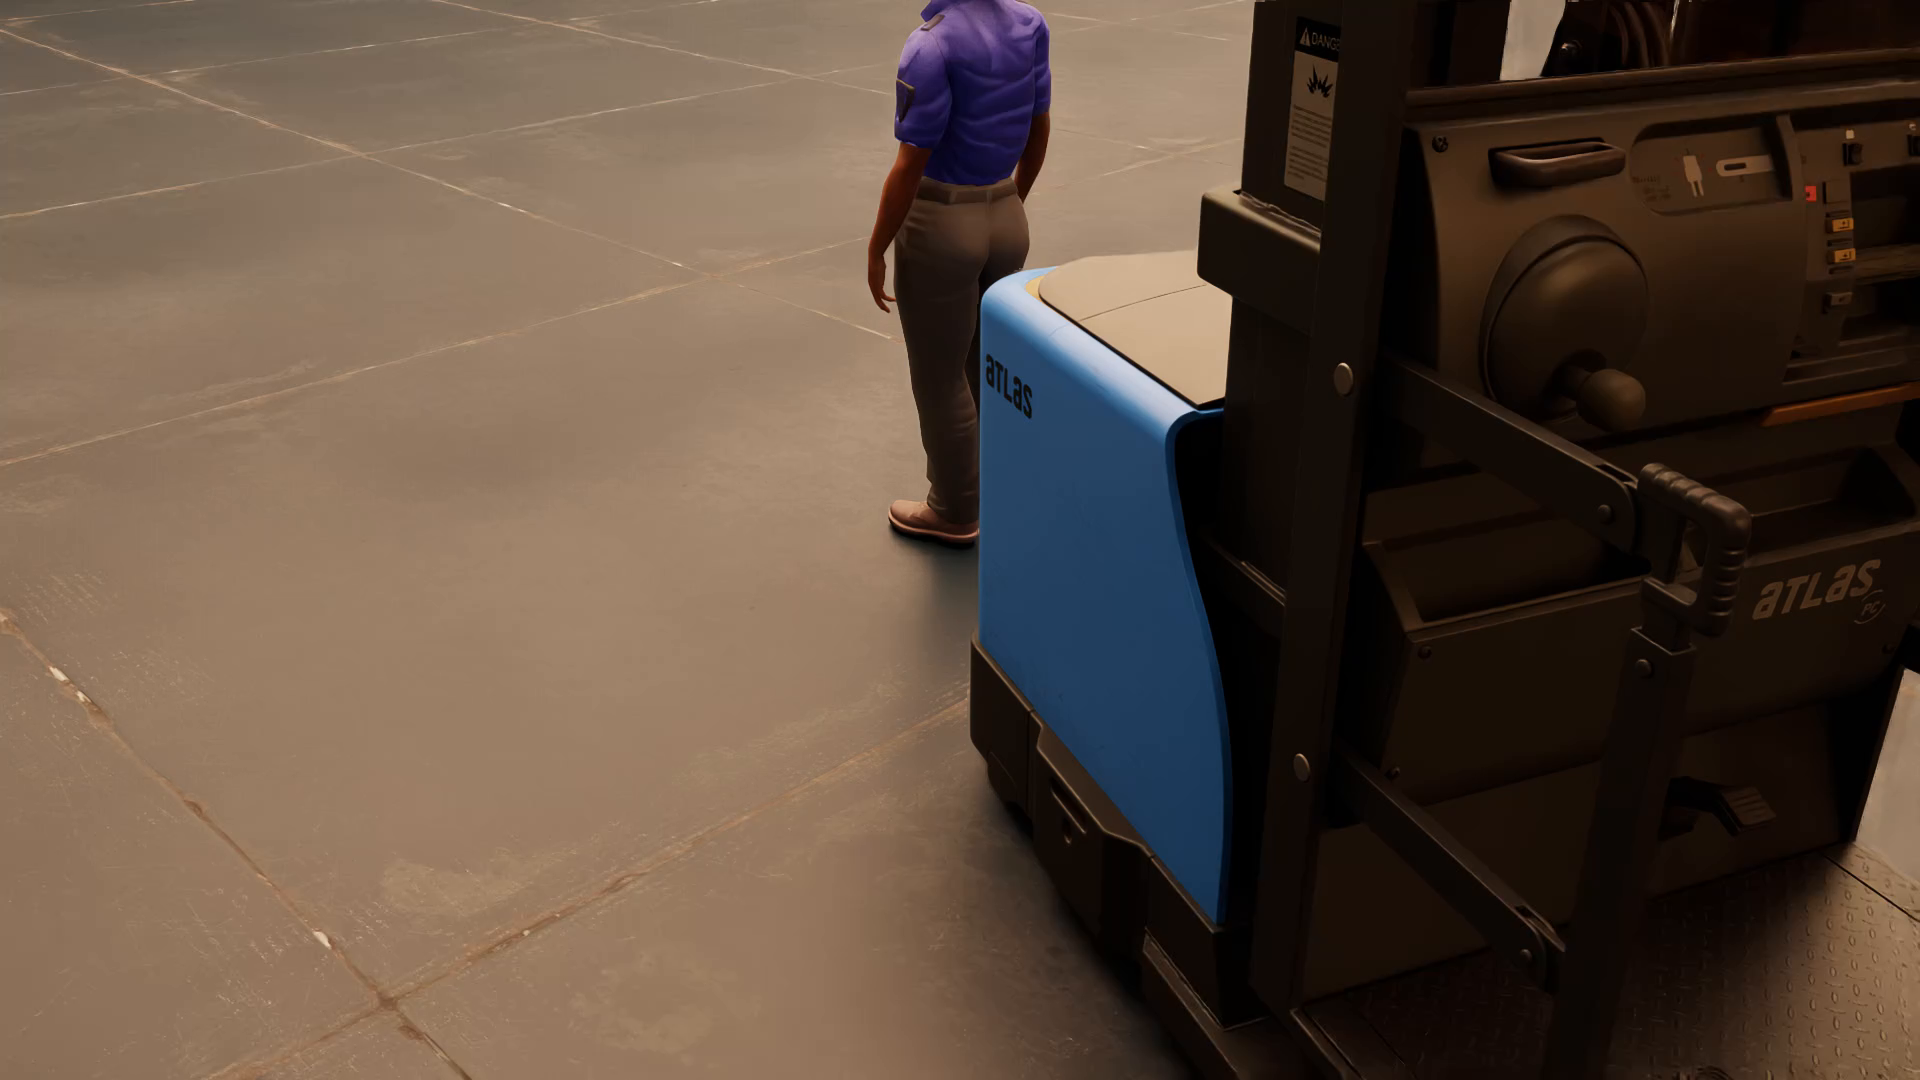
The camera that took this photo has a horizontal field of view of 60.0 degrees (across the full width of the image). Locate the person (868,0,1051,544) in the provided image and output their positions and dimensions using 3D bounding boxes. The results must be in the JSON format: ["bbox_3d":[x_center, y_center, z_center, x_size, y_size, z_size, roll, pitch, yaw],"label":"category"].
[{"bbox_3d":[-0.048,-0.777,4.246,0.570,1.642,0.504,-24,35,-39],"label":"person"}]

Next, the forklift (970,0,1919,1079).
[{"bbox_3d":[1.044,-0.332,1.890,1.130,2.935,3.031,-10,28,-20],"label":"forklift"}]
